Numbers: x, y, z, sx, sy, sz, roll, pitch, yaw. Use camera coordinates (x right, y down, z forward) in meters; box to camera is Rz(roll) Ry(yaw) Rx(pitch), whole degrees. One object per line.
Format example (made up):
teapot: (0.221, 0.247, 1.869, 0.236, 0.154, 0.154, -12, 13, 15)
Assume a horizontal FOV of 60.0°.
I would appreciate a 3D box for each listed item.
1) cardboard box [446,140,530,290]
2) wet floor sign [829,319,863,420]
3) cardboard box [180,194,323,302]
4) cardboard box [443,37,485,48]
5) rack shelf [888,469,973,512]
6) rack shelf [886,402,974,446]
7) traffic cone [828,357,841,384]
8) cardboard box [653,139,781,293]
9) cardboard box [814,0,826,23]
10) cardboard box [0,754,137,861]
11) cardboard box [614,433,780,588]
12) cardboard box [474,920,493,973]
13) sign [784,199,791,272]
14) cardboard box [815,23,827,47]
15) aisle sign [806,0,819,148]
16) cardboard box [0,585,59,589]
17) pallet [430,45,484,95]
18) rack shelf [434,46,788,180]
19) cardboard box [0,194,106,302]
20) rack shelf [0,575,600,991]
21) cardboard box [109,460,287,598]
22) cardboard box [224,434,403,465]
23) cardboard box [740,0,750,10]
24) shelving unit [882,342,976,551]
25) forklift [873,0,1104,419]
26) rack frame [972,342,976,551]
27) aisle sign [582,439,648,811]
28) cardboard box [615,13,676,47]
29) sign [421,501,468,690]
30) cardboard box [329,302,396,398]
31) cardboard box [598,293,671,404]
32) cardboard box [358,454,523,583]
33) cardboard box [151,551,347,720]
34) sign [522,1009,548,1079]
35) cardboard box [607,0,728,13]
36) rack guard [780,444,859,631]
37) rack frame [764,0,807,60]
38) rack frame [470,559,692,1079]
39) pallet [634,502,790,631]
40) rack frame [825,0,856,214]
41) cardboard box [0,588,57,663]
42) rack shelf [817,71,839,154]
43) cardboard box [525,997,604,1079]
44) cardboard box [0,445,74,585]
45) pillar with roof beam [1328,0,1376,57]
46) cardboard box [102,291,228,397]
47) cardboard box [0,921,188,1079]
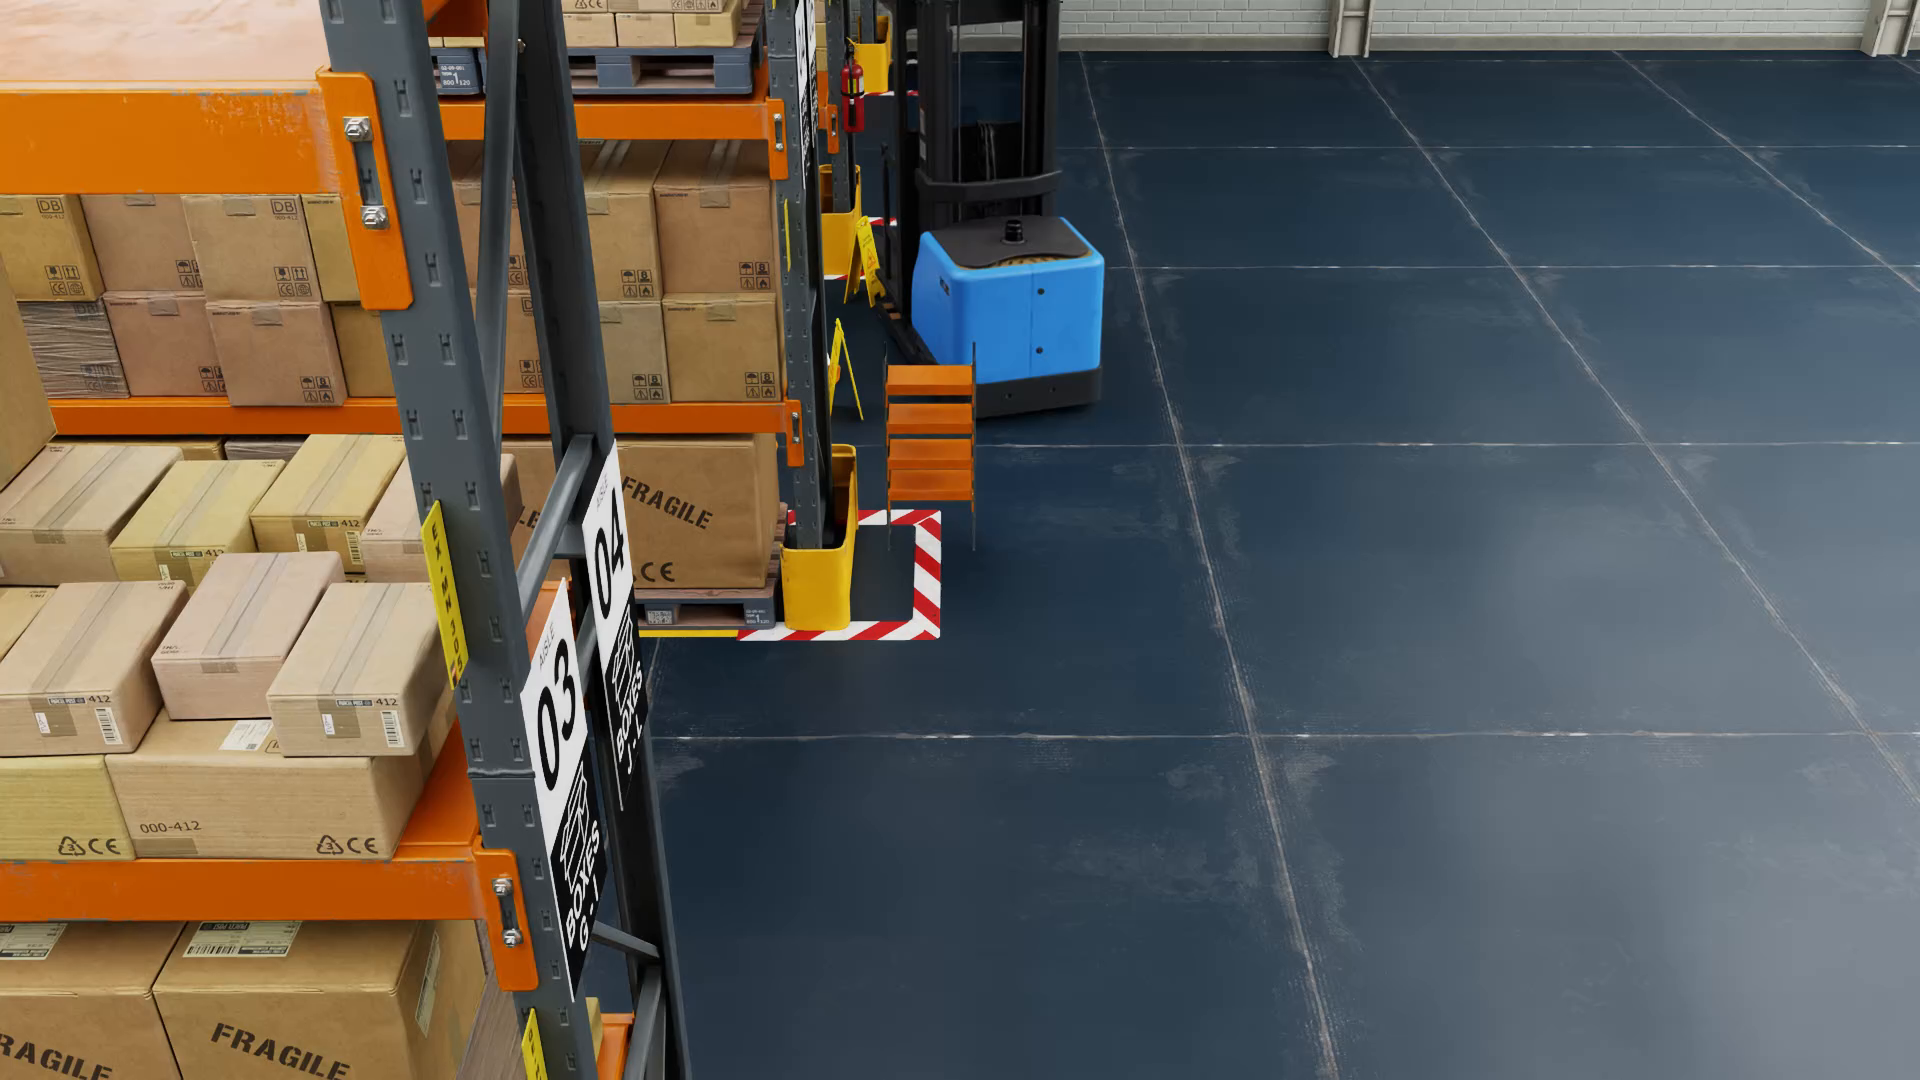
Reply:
cardboard box: (-2.273, -1.667, 8.309, 0.550, 0.550, 0.875, 0, 31, 0)
wet floor sign: (-0.774, -1.124, 10.869, 0.232, 0.644, 0.267, -5, 32, -9)
cardboard box: (-3.332, -1.592, 8.186, 0.550, 0.550, 0.875, 0, 31, 0)
cardboard box: (-2.140, -2.320, 7.421, 0.250, 0.149, 0.380, -1, 31, -1)
rack shelf: (-0.166, -0.285, 9.465, 0.480, 0.148, 0.258, 0, 31, 0)
rack shelf: (-0.166, -0.646, 9.246, 0.480, 0.148, 0.258, 0, 31, 0)
traffic cone: (-0.998, -1.340, 11.402, 0.334, 0.463, 0.336, 0, 31, 0)
cardboard box: (-1.163, -1.648, 8.277, 0.550, 0.550, 0.875, 0, 31, 0)
cardboard box: (-1.415, -5.513, 17.116, 0.500, 0.250, 0.500, 1, 31, 1)
cardboard box: (-1.842, 0.388, 3.360, 0.500, 0.250, 0.500, 0, 31, 0)
cardboard box: (-1.469, -0.338, 8.947, 0.875, 0.875, 0.875, 0, 31, 0)
cardboard box: (-1.414, 0.733, 4.192, 0.500, 0.500, 0.500, 0, 31, 0)
sign: (-0.802, -1.418, 7.739, 0.005, 0.325, 0.100, 0, 31, 0)
cardboard box: (-1.441, -5.299, 17.245, 0.500, 0.250, 0.500, -1, 31, -1)
aisle sign: (-0.722, -2.370, 8.148, 0.004, 0.787, 0.394, 0, 31, 0)
cardboard box: (-1.862, 0.124, 3.796, 0.500, 0.250, 0.500, -1, 31, -1)
pallet: (-2.756, -2.334, 7.789, 1.213, 0.211, 1.003, 0, 31, 0)
rack shelf: (-2.791, -2.072, 7.963, 4.000, 0.370, 1.077, 0, 31, 0)
cardboard box: (-4.422, -1.600, 8.198, 0.550, 0.550, 0.875, 0, 31, 0)
rack shelf: (-2.863, 0.502, 3.722, 4.000, 0.370, 1.077, 0, 31, 0)
cardboard box: (-1.651, -0.022, 3.653, 0.250, 0.149, 0.380, -1, 31, -1)
cardboard box: (-3.261, -0.332, 8.938, 0.875, 0.875, 0.875, 0, 31, 0)
cardboard box: (-1.136, -2.665, 7.990, 0.250, 0.149, 0.380, 0, 31, 0)
shelving unit: (-0.166, -0.512, 9.327, 0.503, 1.200, 0.258, 0, 31, 0)
forklift: (0.027, -2.786, 11.405, 1.130, 2.935, 3.031, -9, 32, -14)
rack frame: (0.078, -0.513, 9.328, 0.015, 1.200, 0.240, 0, 31, 0)
aisle sign: (-0.802, 0.203, 3.907, 0.004, 0.787, 0.394, 0, 31, 0)
cardboard box: (-1.374, -2.323, 7.425, 0.250, 0.149, 0.380, 0, 31, 0)
sign: (-0.879, 0.097, 2.842, 0.005, 0.325, 0.100, 0, 31, 0)
cardboard box: (-2.803, -1.170, 8.531, 0.500, 0.550, 0.875, 0, 31, 0)
cardboard box: (-1.712, -1.129, 8.464, 0.550, 0.550, 0.875, 0, 31, 0)
cardboard box: (-1.139, -0.038, 3.678, 0.250, 0.149, 0.380, 0, 31, -1)
cardboard box: (-1.399, 0.184, 3.312, 0.250, 0.149, 0.380, -1, 31, -2)
sign: (-0.879, 1.128, 3.467, 0.005, 0.325, 0.100, 0, 31, 0)
cardboard box: (-1.279, -2.524, 7.373, 0.500, 0.250, 0.500, 0, 31, 0)
rack guard: (-0.767, -0.034, 9.214, 0.348, 0.500, 1.175, 0, 31, 0)
rack frame: (-0.791, -3.668, 7.009, 0.127, 3.000, 1.000, 0, 31, 0)
rack frame: (-0.863, 1.470, 4.324, 0.127, 3.000, 1.000, 0, 31, 0)
pallet: (-1.591, 0.132, 9.218, 1.213, 0.211, 1.003, 0, 31, 0)
rack frame: (-0.922, -3.670, 12.797, 0.127, 3.000, 1.000, 0, 31, 0)
cardboard box: (-1.923, 0.255, 3.196, 0.250, 0.149, 0.380, 0, 31, 0)
rack shelf: (-2.922, -3.356, 12.973, 4.000, 0.370, 1.077, 0, 31, 0)
cardboard box: (-1.149, 1.455, 4.592, 0.250, 0.149, 0.380, 0, 31, 0)
cardboard box: (-2.167, -0.060, 3.714, 0.250, 0.149, 0.380, 0, 31, 0)
pillar with roof beam: (4.368, -7.061, 12.601, 0.400, 9.000, 9.100, 0, 31, 0)
cardboard box: (-3.873, -1.175, 8.540, 0.550, 0.550, 0.875, 0, 31, 0)
cardboard box: (-1.911, 1.007, 3.740, 0.500, 0.500, 0.500, 0, 31, 0)
